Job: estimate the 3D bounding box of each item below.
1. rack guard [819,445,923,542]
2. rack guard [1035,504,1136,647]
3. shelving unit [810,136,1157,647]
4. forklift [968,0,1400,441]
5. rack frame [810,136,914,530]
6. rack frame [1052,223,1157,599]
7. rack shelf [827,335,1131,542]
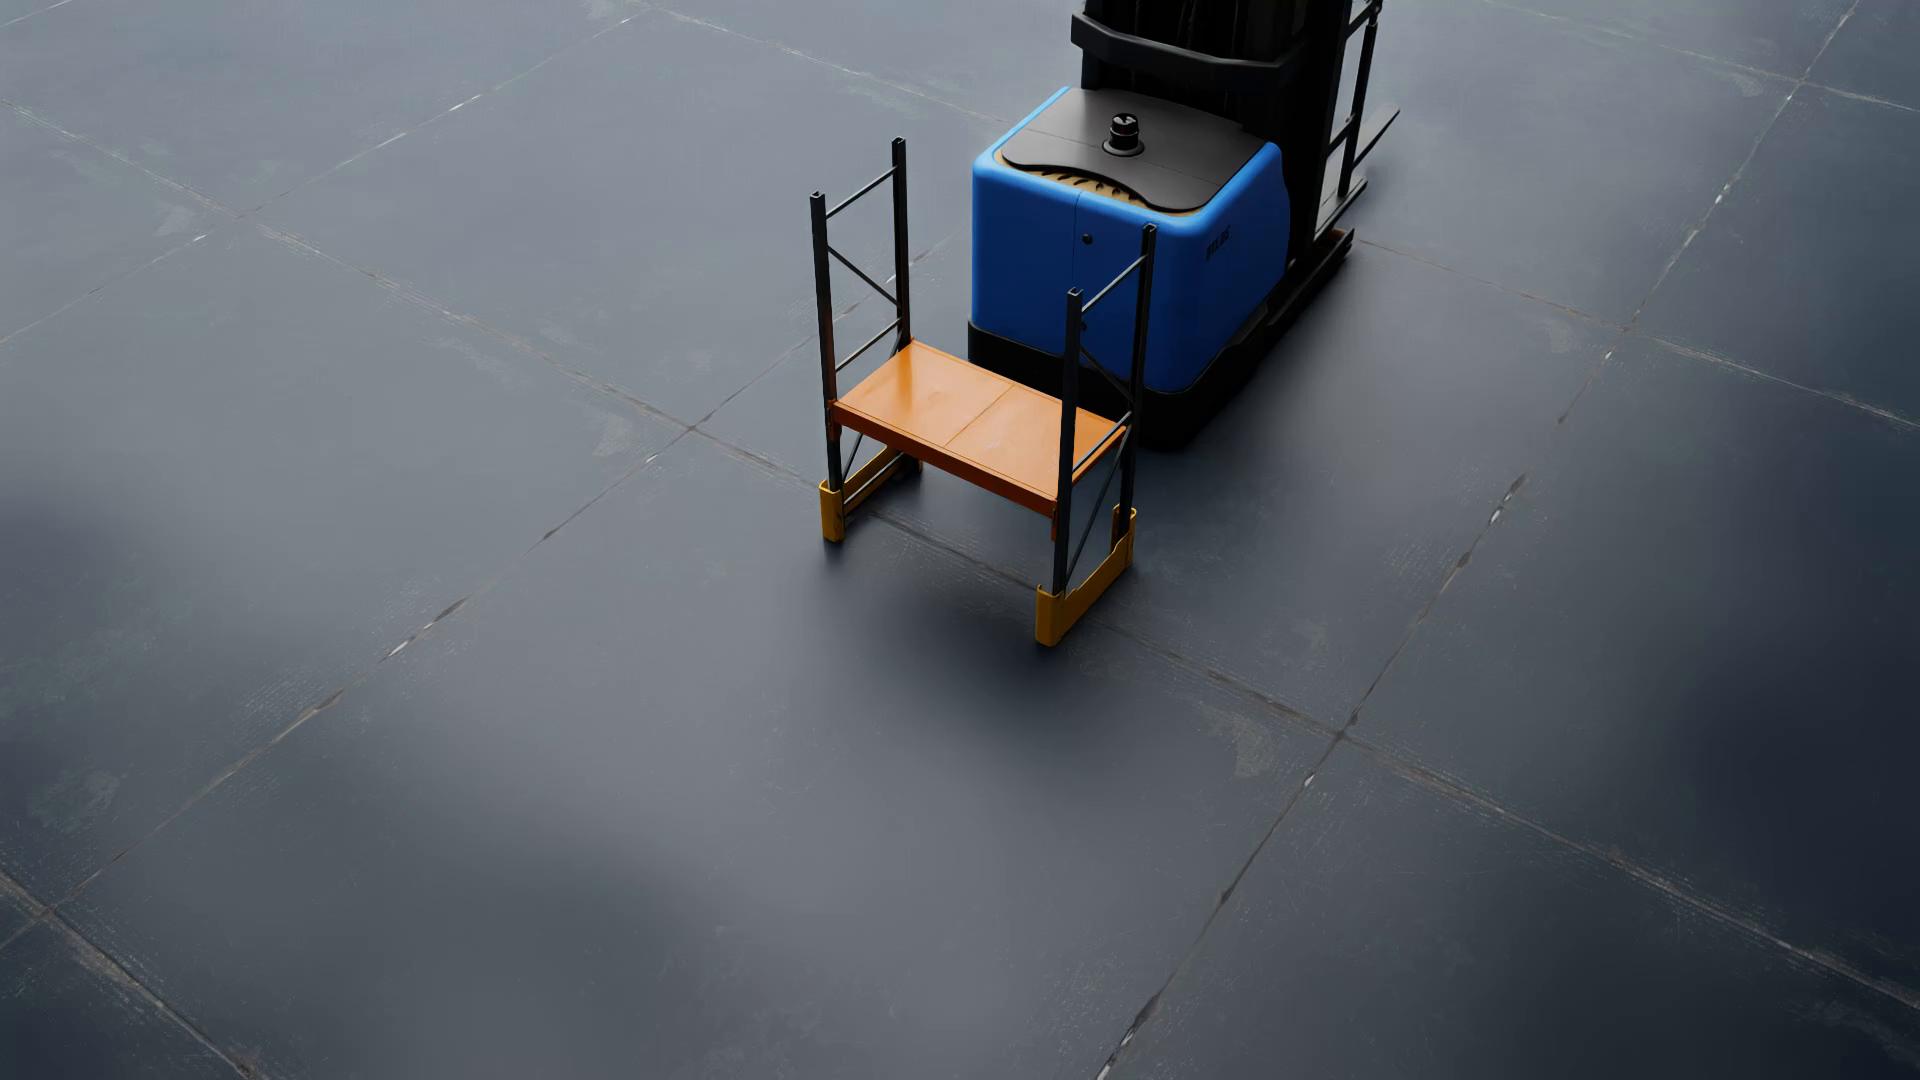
[{"bbox_3d":[-0.345,-0.255,6.610,0.087,0.250,0.587,25,48,25],"label":"rack guard"},{"bbox_3d":[0.470,0.127,6.184,0.087,0.250,0.587,25,48,25],"label":"rack guard"},{"bbox_3d":[0.062,-0.530,5.980,1.083,1.500,0.587,25,48,25],"label":"shelving unit"},{"bbox_3d":[1.232,-2.464,7.068,1.130,2.935,3.031,22,46,23],"label":"forklift"},{"bbox_3d":[-0.346,-0.721,6.194,0.032,1.500,0.500,25,48,25],"label":"rack frame"},{"bbox_3d":[0.486,-0.332,5.759,0.032,1.500,0.500,25,48,25],"label":"rack frame"},{"bbox_3d":[0.070,-0.392,6.096,1.000,0.185,0.538,25,48,25],"label":"rack shelf"}]
